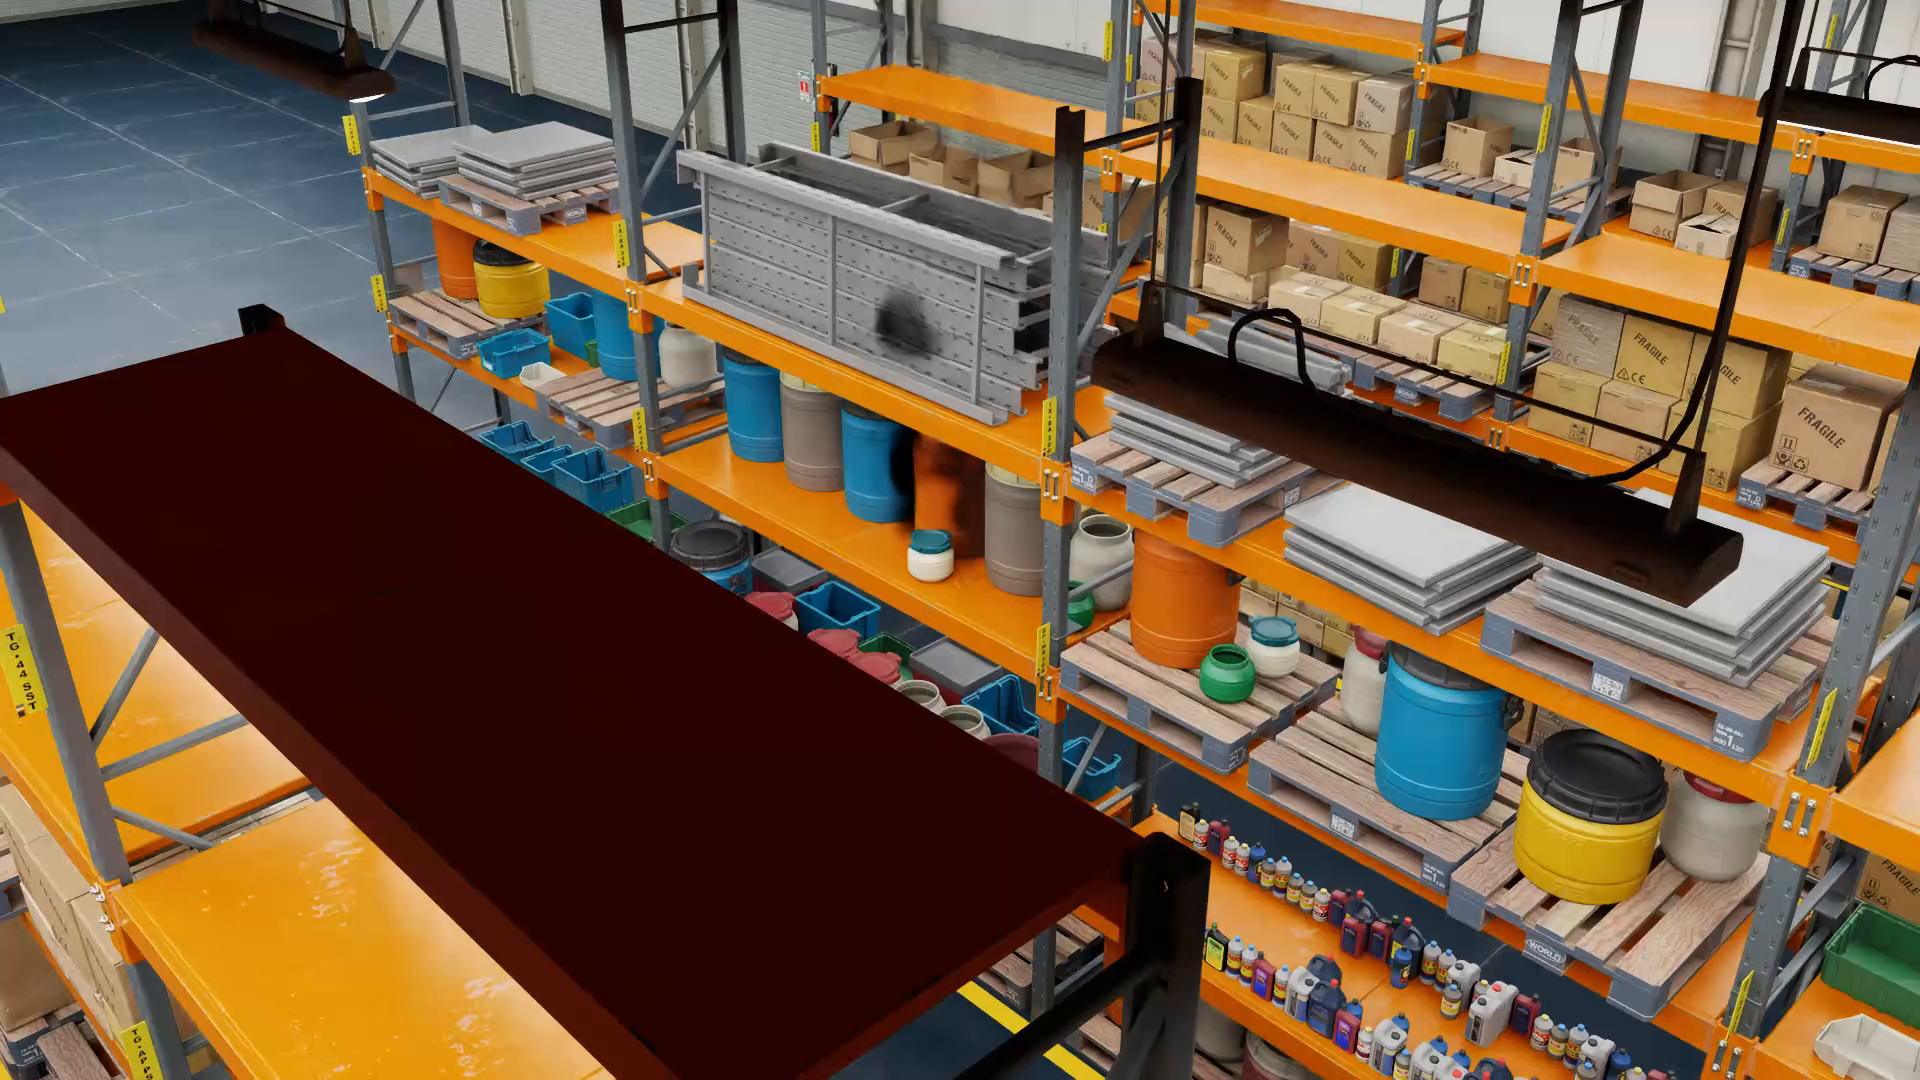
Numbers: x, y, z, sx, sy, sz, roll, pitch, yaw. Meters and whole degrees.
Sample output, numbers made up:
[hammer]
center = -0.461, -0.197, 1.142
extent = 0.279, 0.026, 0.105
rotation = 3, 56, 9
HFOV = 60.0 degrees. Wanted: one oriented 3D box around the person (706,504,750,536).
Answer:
[person]
center = -2.070, -0.202, 15.425
extent = 0.583, 1.673, 0.919
rotation = -20, 34, -33
